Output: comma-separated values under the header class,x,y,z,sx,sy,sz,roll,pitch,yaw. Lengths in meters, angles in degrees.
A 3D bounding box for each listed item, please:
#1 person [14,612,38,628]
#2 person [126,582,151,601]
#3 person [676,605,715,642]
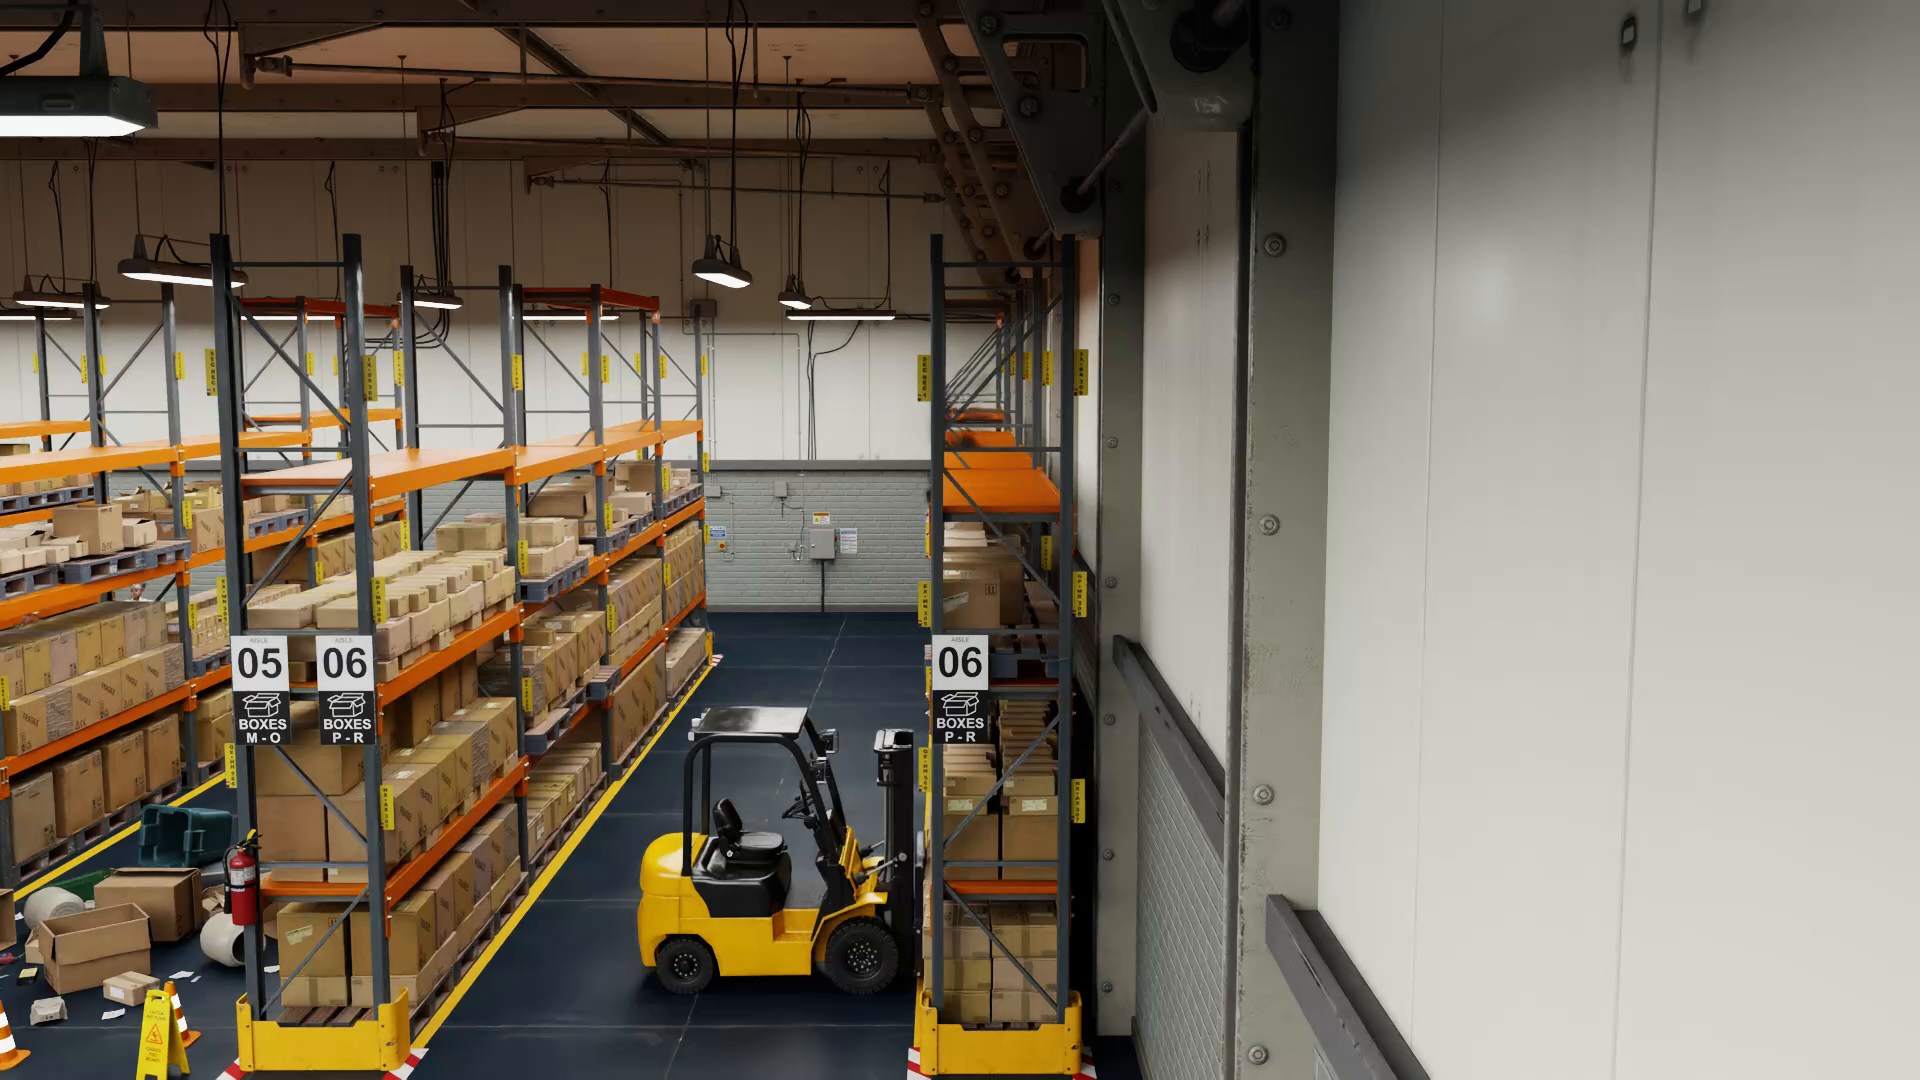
class,x,y,z,sx,sy,sz,roll,pitch,yaw
person,-12.813,1.768,22.862,0.634,1.773,0.695,-1,6,-9
person,-12.908,1.453,26.157,0.611,1.647,0.606,-1,6,-12
person,-4.812,1.119,29.249,0.839,1.623,0.668,3,7,24
